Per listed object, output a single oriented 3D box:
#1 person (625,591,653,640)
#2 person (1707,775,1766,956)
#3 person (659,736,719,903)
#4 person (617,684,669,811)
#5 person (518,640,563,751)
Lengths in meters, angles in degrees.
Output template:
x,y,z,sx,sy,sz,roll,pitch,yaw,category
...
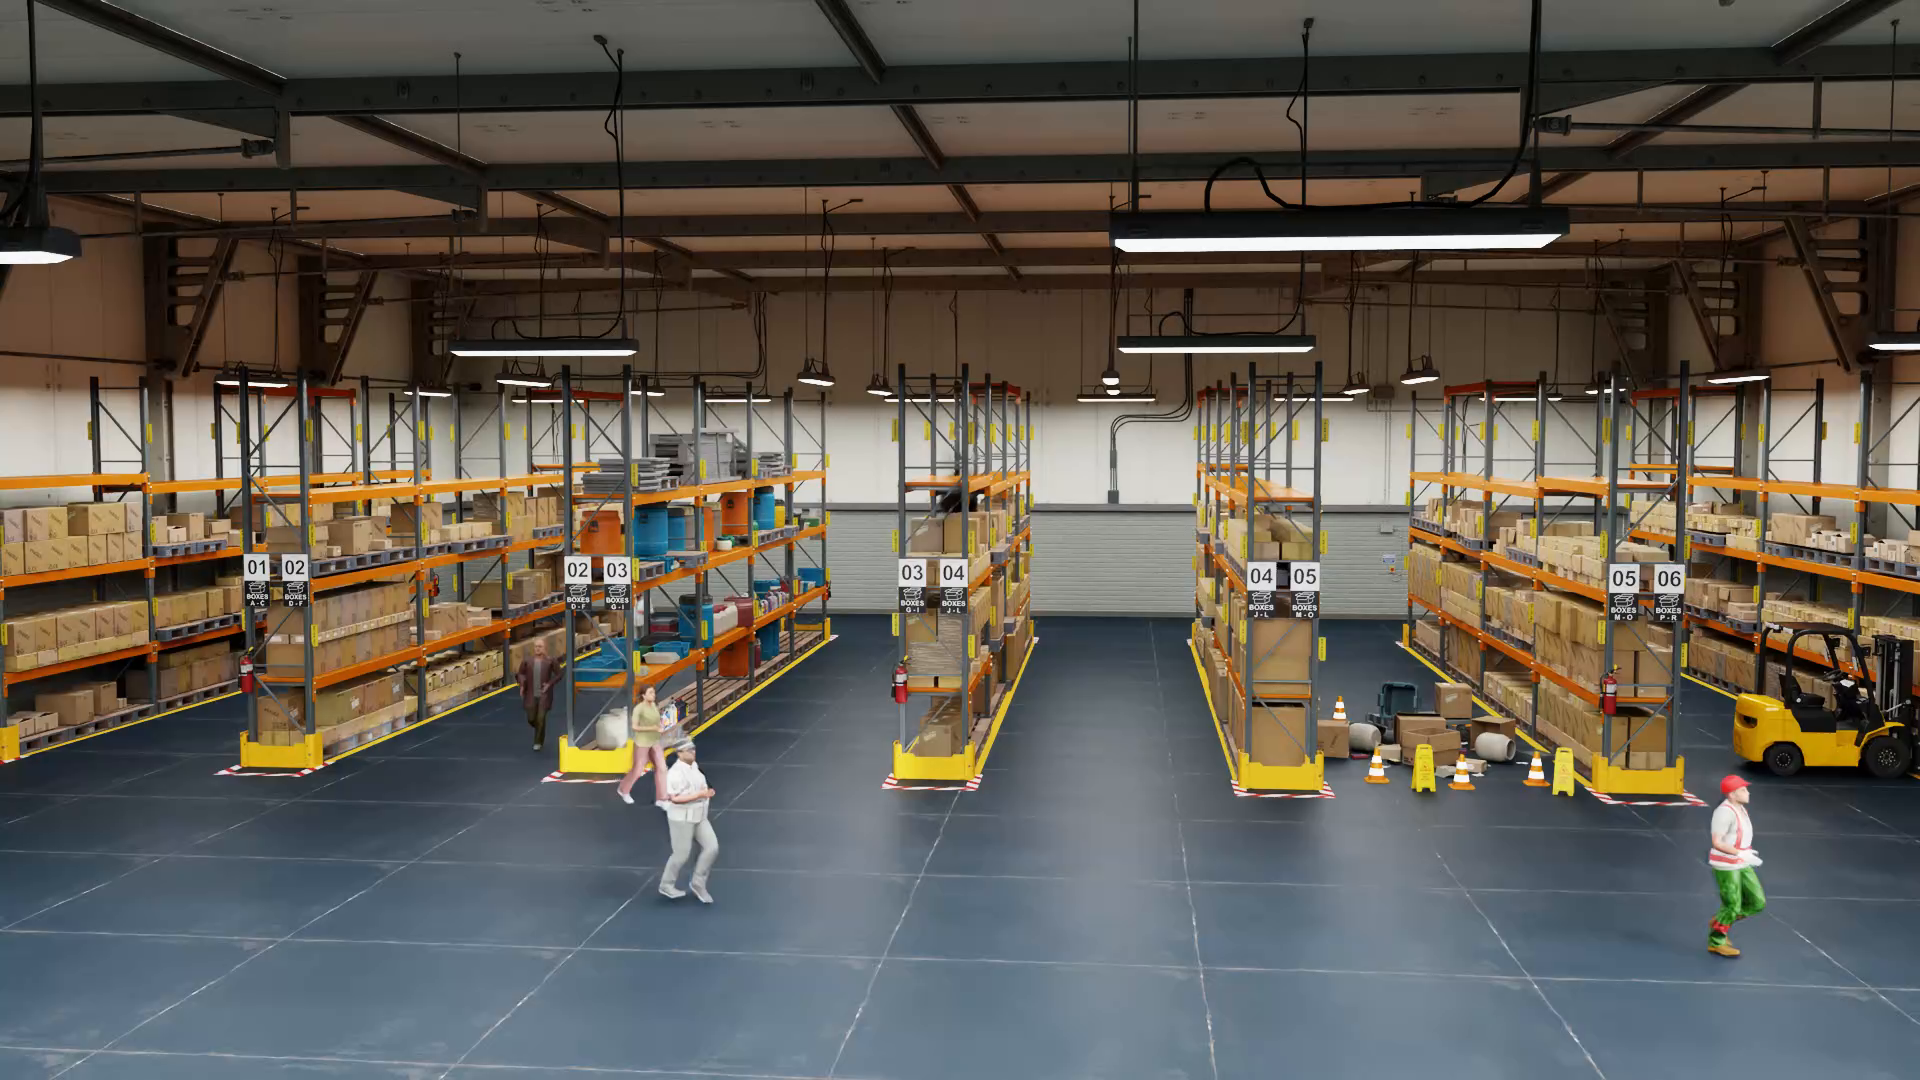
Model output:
x,y,z,sx,sy,sz,roll,pitch,yaw,category
-6.869,1.811,35.572,0.657,1.757,0.952,0,4,0,person
7.394,3.106,15.812,0.656,1.746,0.560,-3,5,-42,person
-2.873,2.992,17.703,0.727,1.831,0.640,2,4,26,person
-4.201,2.736,22.088,0.946,1.682,0.532,3,5,36,person
-6.656,2.445,26.341,0.726,1.734,0.702,0,4,-3,person
